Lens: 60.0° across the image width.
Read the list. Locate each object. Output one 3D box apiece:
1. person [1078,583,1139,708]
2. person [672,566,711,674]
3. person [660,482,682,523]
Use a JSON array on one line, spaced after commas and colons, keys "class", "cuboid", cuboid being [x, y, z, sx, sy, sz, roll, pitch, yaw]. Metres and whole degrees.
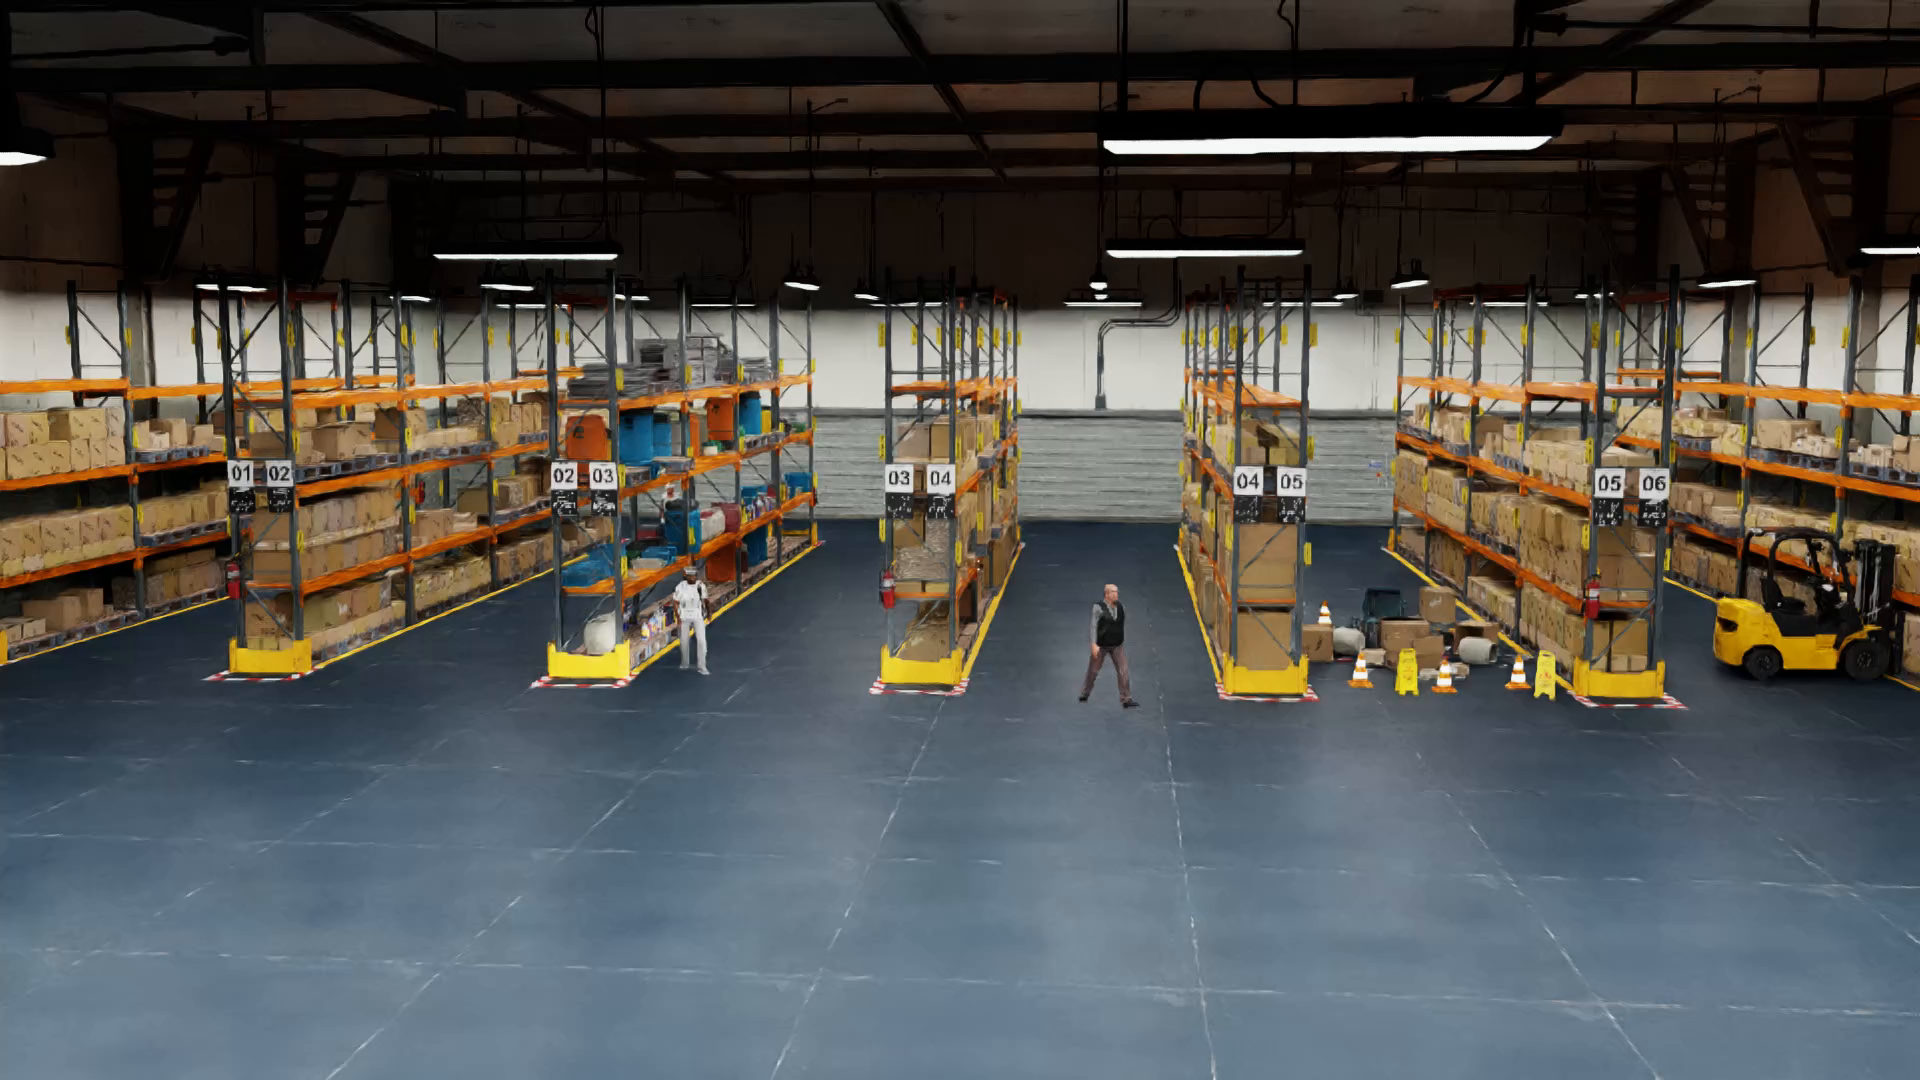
[{"class": "person", "cuboid": [1.998, 1.425, 22.614, 0.588, 1.695, 0.930, -3, 7, -21]}, {"class": "person", "cuboid": [-4.023, 1.164, 24.952, 0.575, 1.627, 0.735, -1, 7, -12]}, {"class": "person", "cuboid": [-6.643, -0.509, 38.296, 0.553, 1.709, 1.123, 1, 7, 8]}]
